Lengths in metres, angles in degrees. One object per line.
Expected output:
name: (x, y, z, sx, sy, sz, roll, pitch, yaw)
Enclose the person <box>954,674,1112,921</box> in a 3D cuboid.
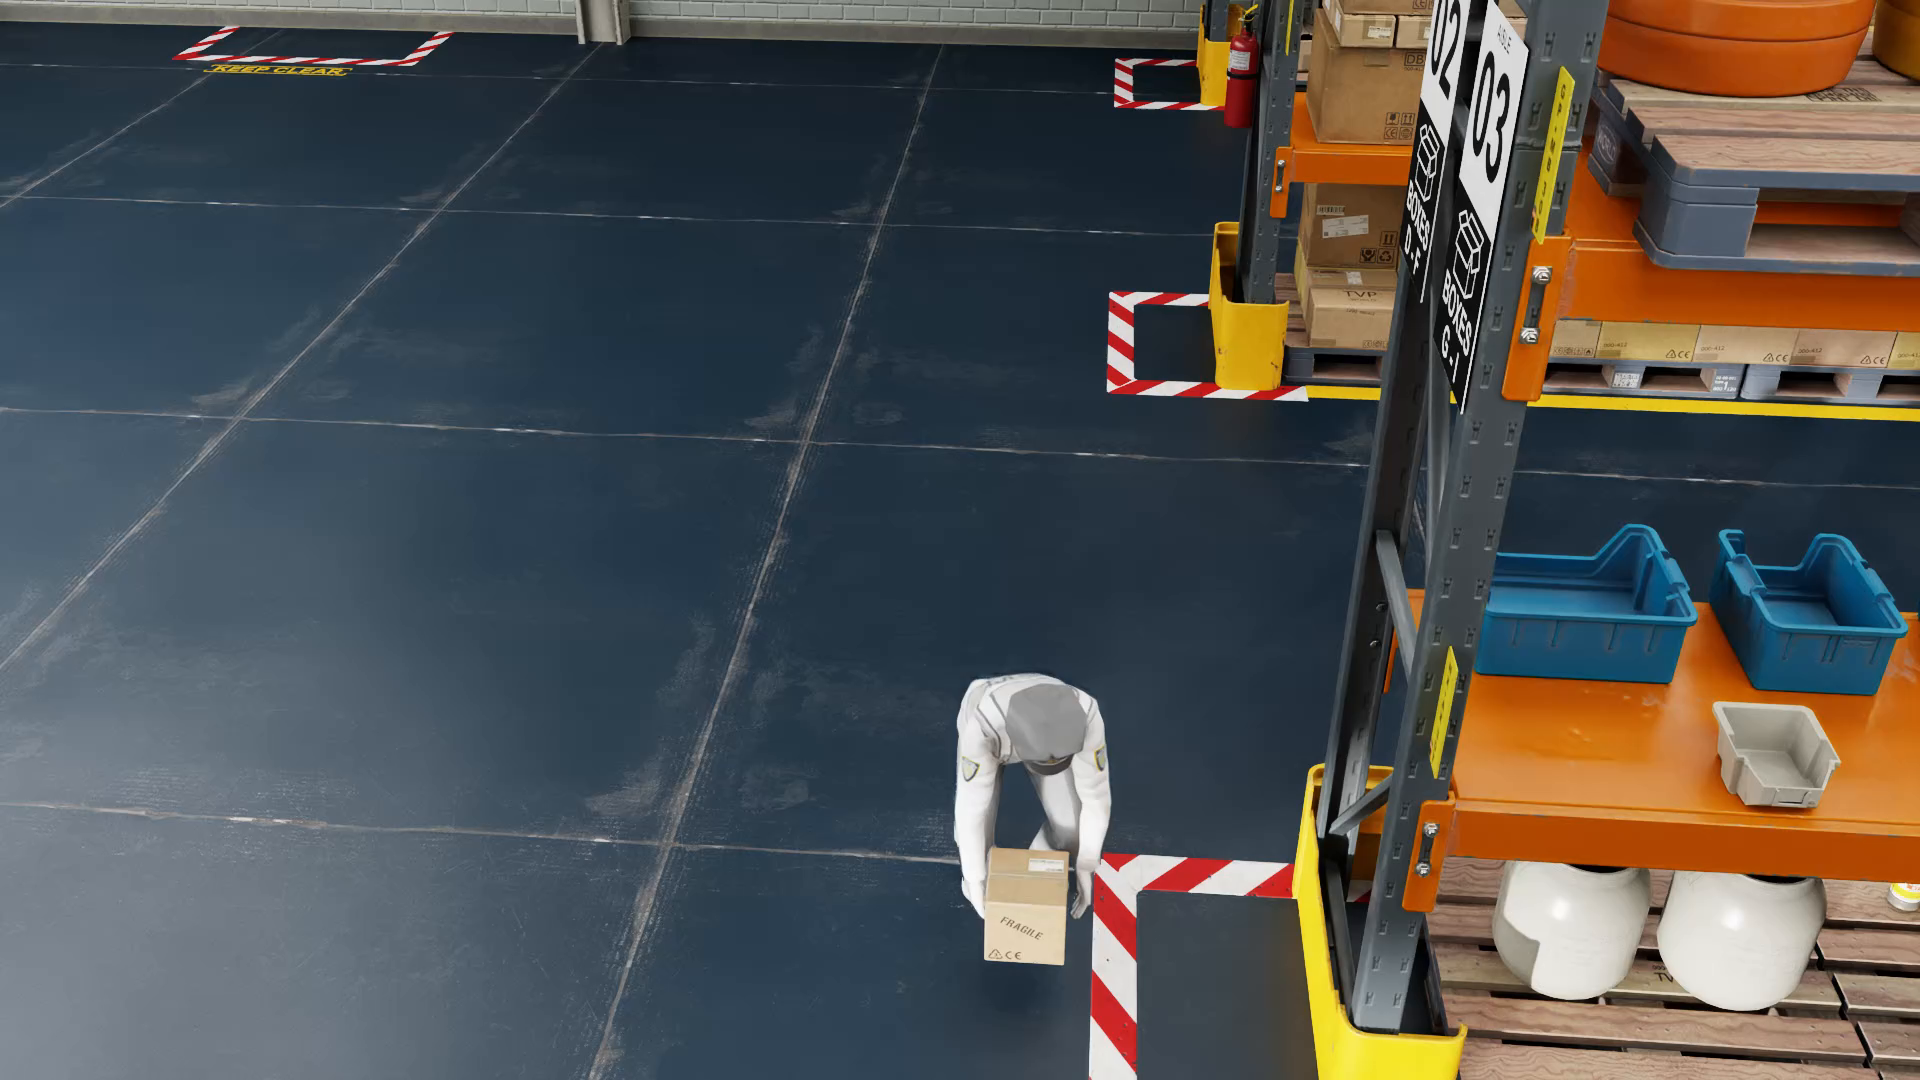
person: (0.229, 0.784, 5.450, 0.504, 1.073, 0.815, -1, 32, -2)
